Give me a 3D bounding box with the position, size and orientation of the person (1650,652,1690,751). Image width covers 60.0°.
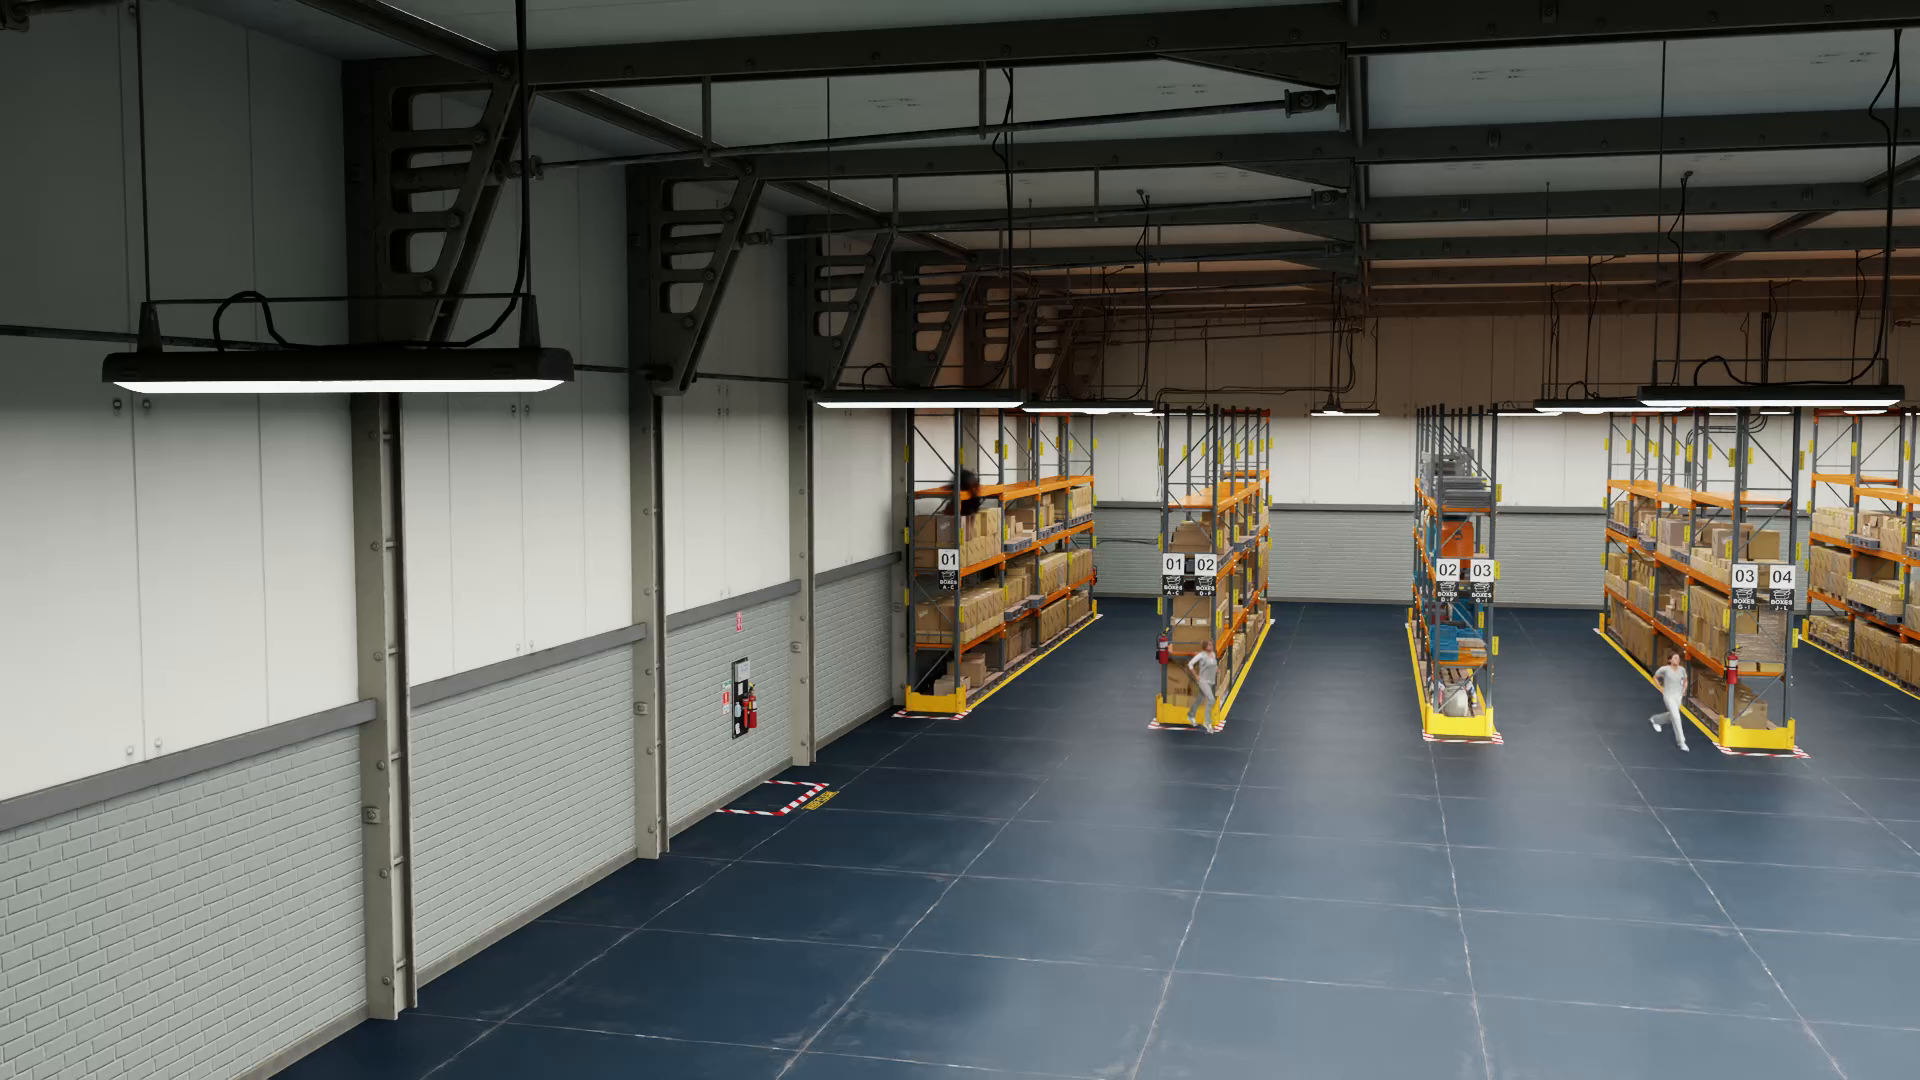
[{"bbox_3d":[12.487,2.787,29.189,0.530,1.685,1.107,-1,4,-15],"label":"person"}]

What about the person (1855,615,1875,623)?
[{"bbox_3d":[24.233,1.628,44.483,0.598,1.738,0.729,0,4,0],"label":"person"}]

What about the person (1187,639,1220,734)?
[{"bbox_3d":[4.335,2.615,29.571,0.695,1.552,0.530,4,6,44],"label":"person"}]
